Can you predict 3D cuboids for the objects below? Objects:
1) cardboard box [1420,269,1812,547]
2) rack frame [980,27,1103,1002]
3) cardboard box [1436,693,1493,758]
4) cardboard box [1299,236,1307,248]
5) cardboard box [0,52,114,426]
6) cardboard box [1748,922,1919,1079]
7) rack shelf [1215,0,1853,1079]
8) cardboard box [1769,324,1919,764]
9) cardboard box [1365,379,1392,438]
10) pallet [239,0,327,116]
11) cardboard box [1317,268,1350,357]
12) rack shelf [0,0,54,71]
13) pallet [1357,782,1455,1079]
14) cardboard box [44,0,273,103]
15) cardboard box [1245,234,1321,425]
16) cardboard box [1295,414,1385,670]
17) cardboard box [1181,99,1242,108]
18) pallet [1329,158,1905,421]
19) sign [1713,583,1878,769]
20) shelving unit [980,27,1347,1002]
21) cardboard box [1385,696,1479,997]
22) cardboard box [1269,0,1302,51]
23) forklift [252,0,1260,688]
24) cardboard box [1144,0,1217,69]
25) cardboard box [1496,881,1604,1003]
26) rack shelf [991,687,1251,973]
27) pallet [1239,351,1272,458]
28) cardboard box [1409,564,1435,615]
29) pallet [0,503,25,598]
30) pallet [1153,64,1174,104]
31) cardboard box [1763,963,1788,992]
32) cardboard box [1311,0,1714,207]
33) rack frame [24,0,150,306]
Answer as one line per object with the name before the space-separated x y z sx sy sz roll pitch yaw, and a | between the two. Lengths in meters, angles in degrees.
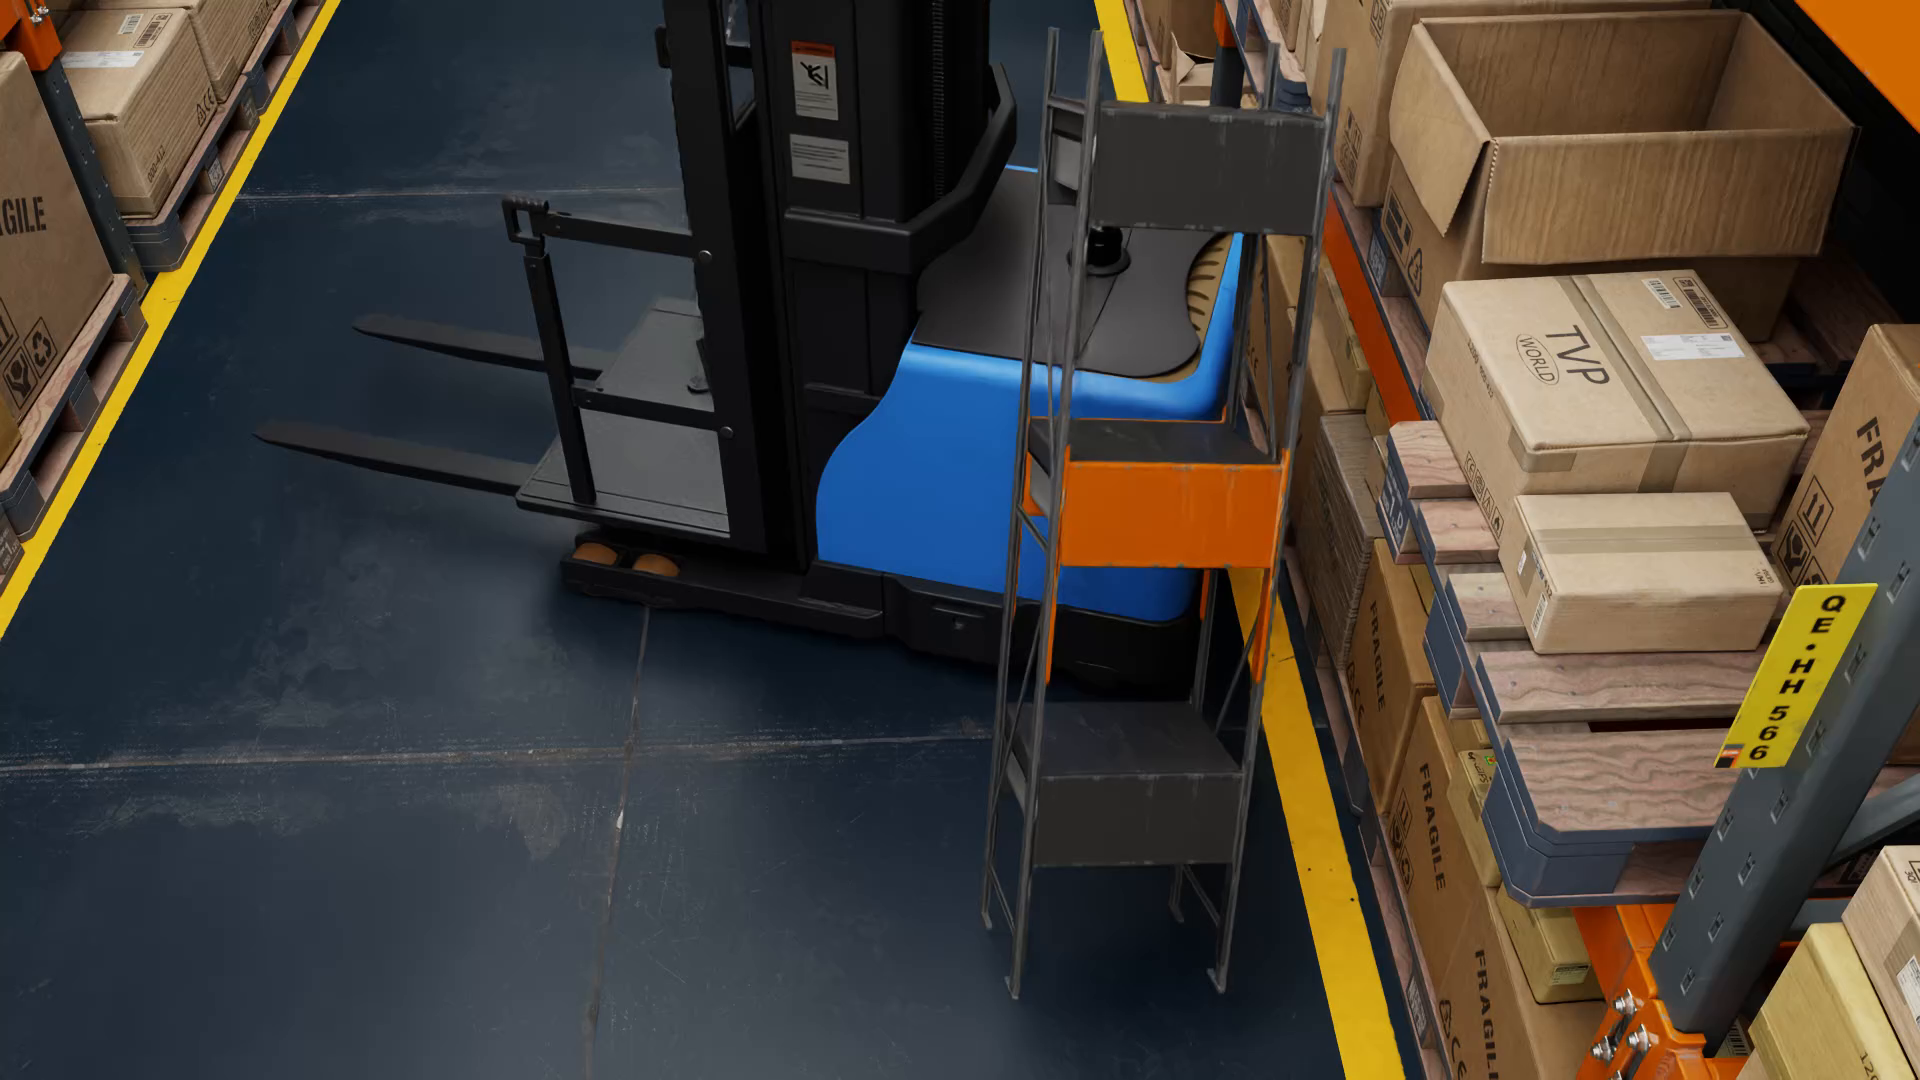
cardboard box | 1.198 -0.254 3.107 0.500 0.250 0.500 -3 43 -4
rack frame | 0.159 -0.018 3.626 0.015 2.100 0.400 1 18 -11
cardboard box | 1.282 0.388 3.666 0.380 0.149 0.250 -3 43 -3
cardboard box | 1.257 -1.017 5.198 0.380 0.149 0.250 -4 43 -4
cardboard box | -3.457 -0.962 5.341 0.875 0.875 0.875 0 43 0
cardboard box | 1.316 0.727 1.978 0.500 0.250 0.500 -2 43 -2
rack shelf | 1.481 -0.536 4.147 1.077 0.370 4.000 -2 43 -2
cardboard box | 1.700 0.005 2.640 0.500 0.500 0.500 0 43 0
cardboard box | 1.304 -0.313 4.431 0.380 0.149 0.250 -1 43 -2
pallet | -3.572 -2.320 7.625 1.003 0.211 1.213 -2 43 -2
cardboard box | 1.256 -0.662 4.811 0.380 0.149 0.250 -2 43 -2
rack shelf | -3.478 -0.391 3.989 1.077 0.370 4.000 -2 43 -2
pallet | 1.572 1.072 3.925 1.003 0.211 1.213 -2 43 -2
cardboard box | -3.521 -2.248 7.068 0.875 0.438 0.875 -3 43 -3
cardboard box | 1.224 -0.693 5.325 0.500 0.500 0.500 -2 43 -2
cardboard box | 1.257 -0.005 4.575 0.500 0.500 0.500 -3 43 -3
cardboard box | 1.079 -1.623 6.600 0.380 0.149 0.250 -3 43 -3
pallet | 1.479 -0.693 3.928 1.003 0.211 1.213 -2 43 -2
sign | 1.024 0.173 2.043 0.100 0.325 0.005 -2 43 -2
shelving unit | 0.399 -0.016 3.670 0.503 2.100 0.431 1 18 -11
cardboard box | 1.323 0.698 3.808 0.500 0.500 0.500 -2 43 -2
cardboard box | 1.215 -1.661 4.457 0.700 0.500 0.500 -1 43 -1
forklift | -0.707 -1.208 4.399 3.031 2.935 1.130 10 43 11
cardboard box | 1.199 -2.391 7.177 0.700 0.500 0.500 -3 43 -3
cardboard box | 1.292 0.750 3.271 0.380 0.149 0.250 -4 43 -4
rack shelf | 0.352 0.664 3.883 0.480 0.518 0.431 1 18 -11
pallet | 1.469 -0.576 5.722 1.003 0.211 1.213 -2 43 -2
cardboard box | 1.305 0.040 4.046 0.380 0.149 0.250 -2 43 -2
pallet | -3.400 0.366 4.695 1.003 0.211 1.213 -2 43 -2
pallet | 1.368 -1.587 6.826 1.003 0.211 1.213 -2 43 -2
cardboard box | 1.828 1.023 3.453 0.500 0.500 0.500 0 43 0
cardboard box | 1.249 -1.131 3.879 0.700 0.500 0.500 -2 43 -2
rack frame | -3.563 -2.007 5.219 1.000 3.000 0.127 -2 43 -2
